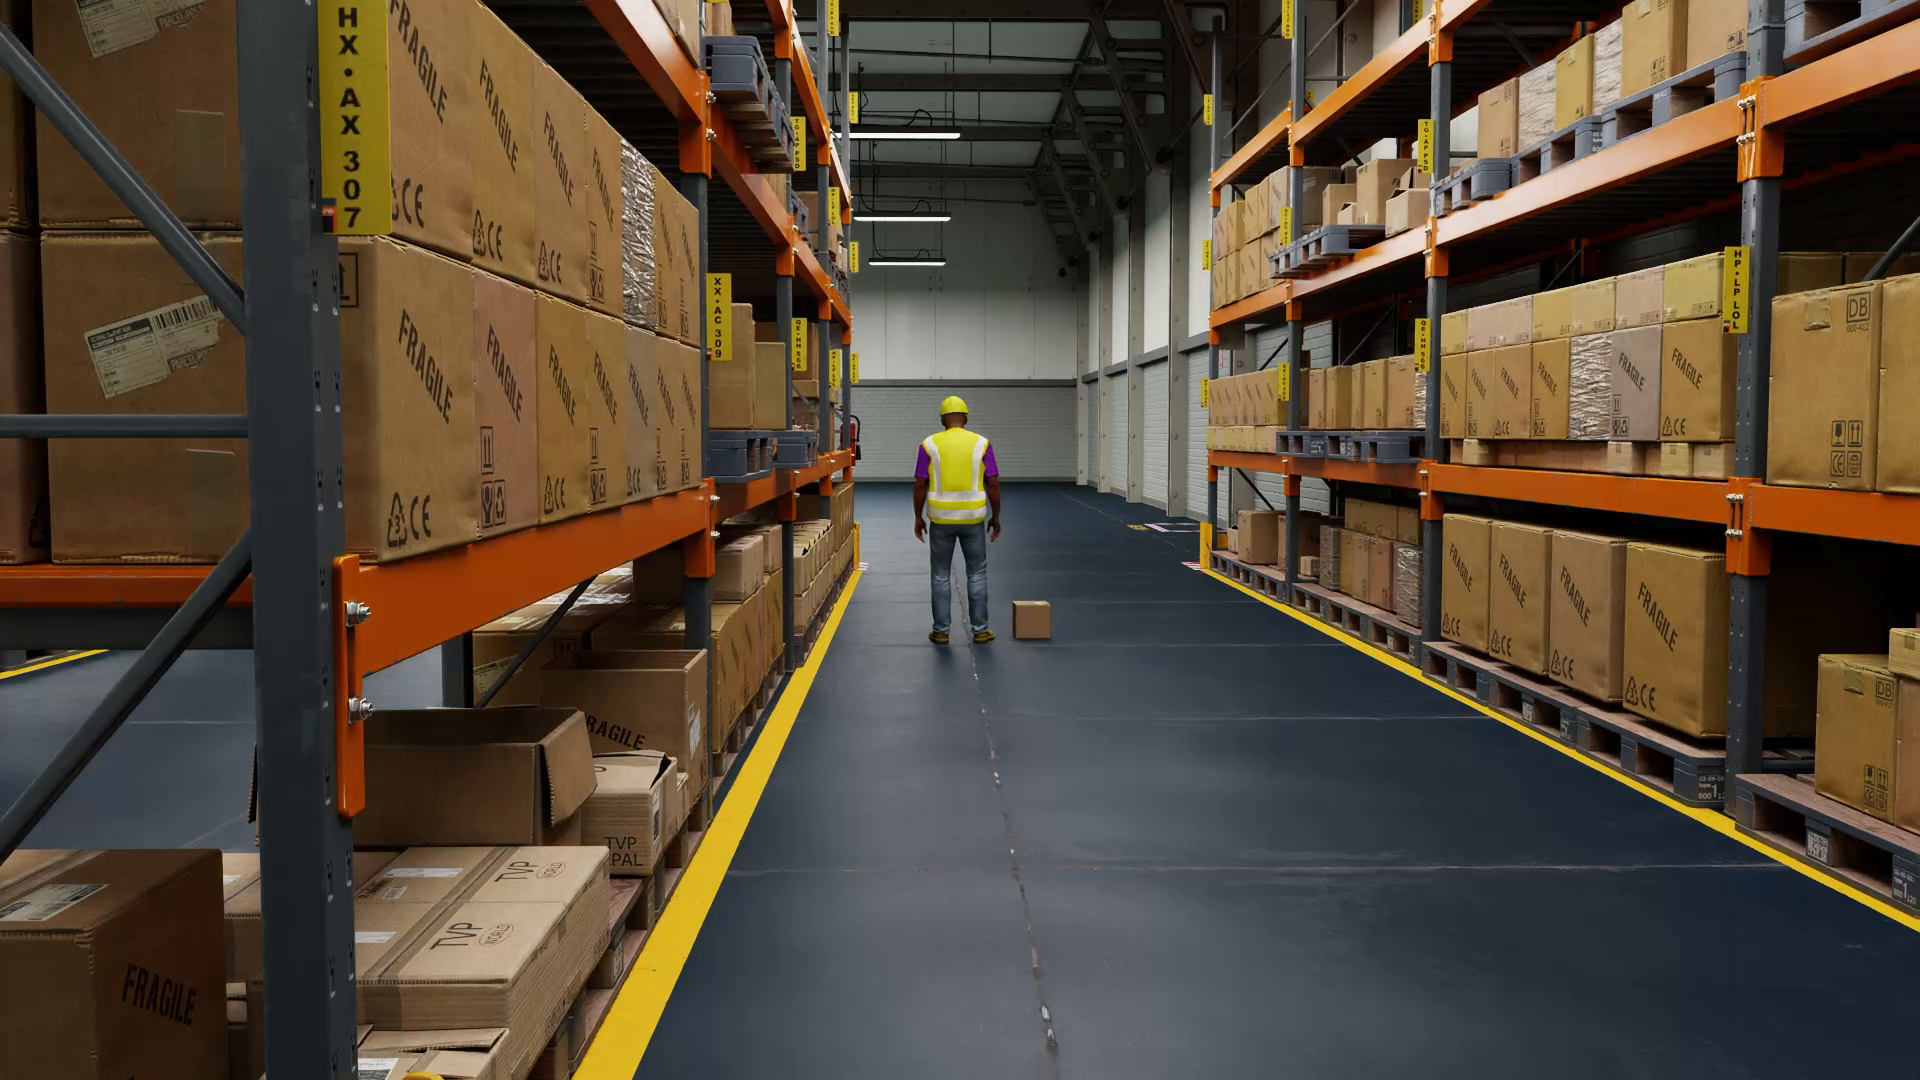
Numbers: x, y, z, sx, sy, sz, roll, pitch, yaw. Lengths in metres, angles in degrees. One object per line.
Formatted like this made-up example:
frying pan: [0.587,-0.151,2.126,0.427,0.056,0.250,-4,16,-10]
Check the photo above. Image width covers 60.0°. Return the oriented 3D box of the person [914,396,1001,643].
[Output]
person: [-0.020,-0.151,11.931,0.626,1.760,0.461,0,4,-2]
